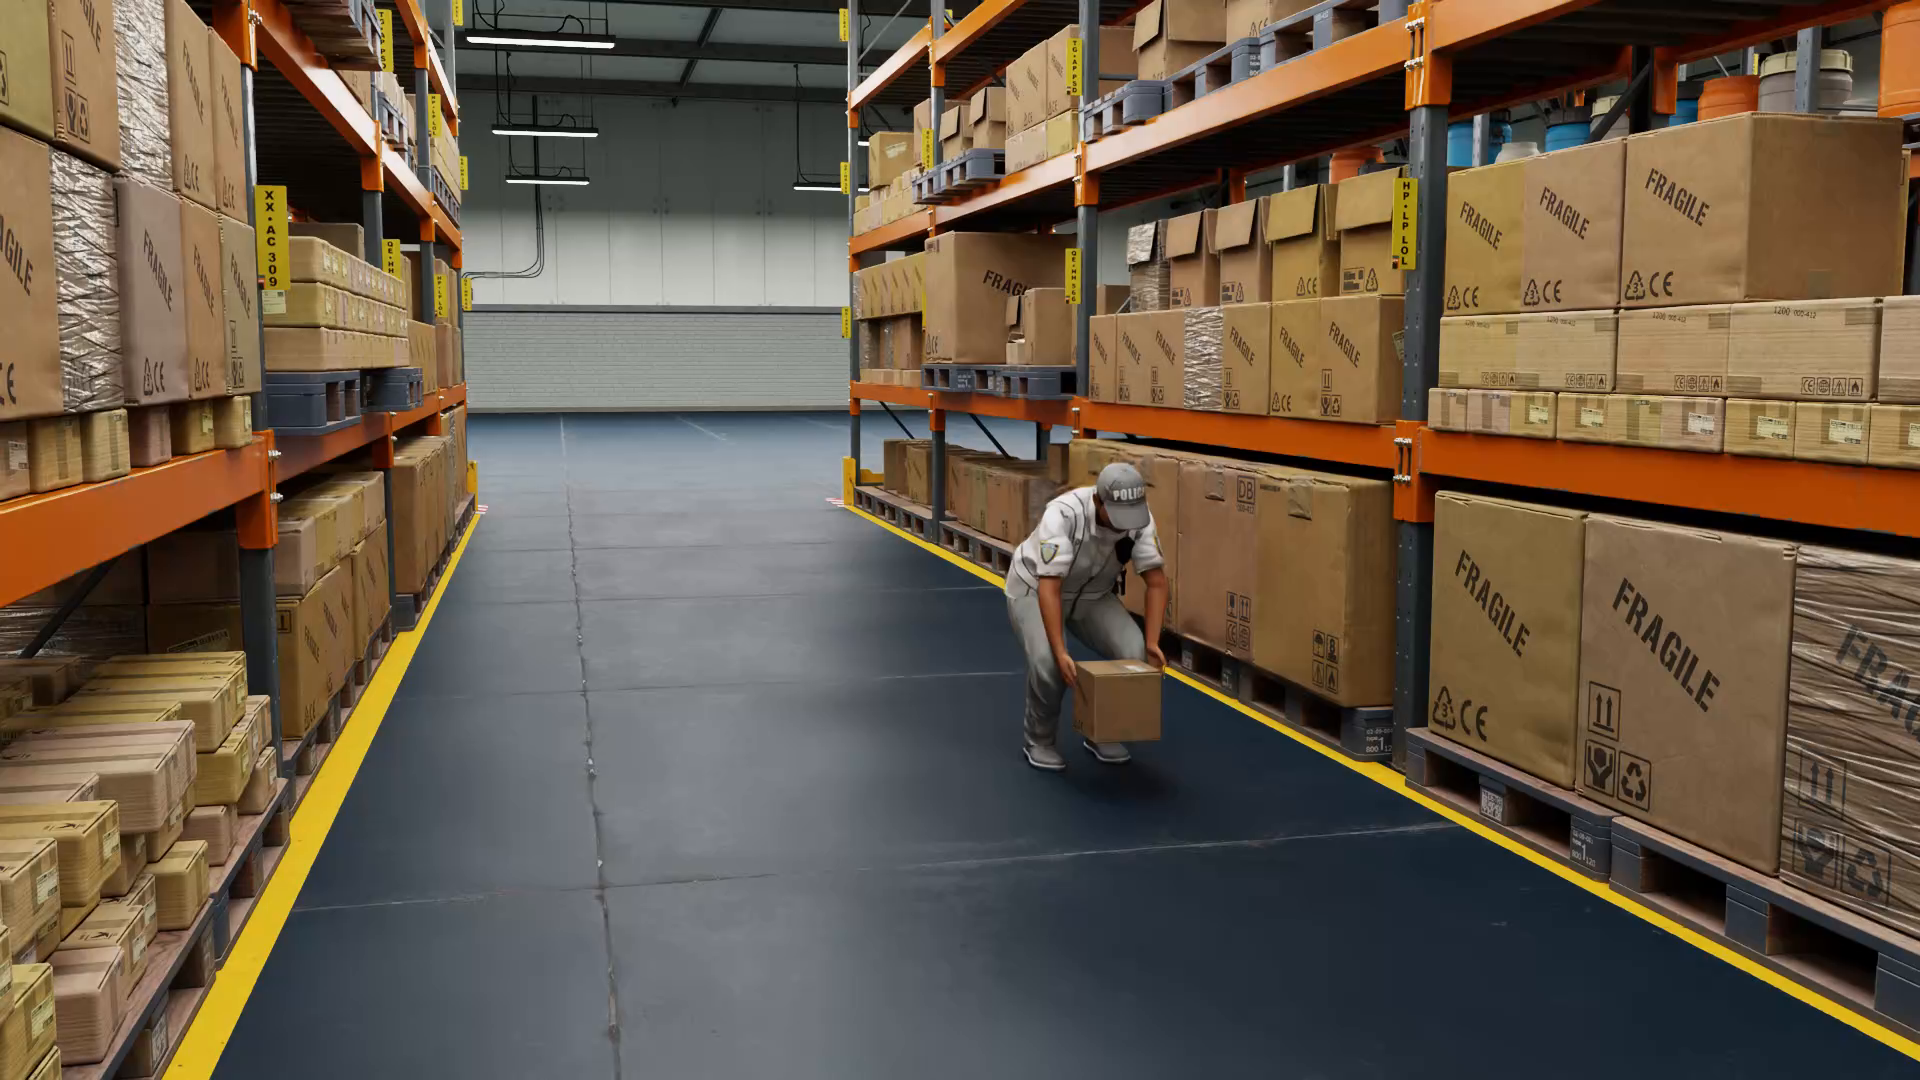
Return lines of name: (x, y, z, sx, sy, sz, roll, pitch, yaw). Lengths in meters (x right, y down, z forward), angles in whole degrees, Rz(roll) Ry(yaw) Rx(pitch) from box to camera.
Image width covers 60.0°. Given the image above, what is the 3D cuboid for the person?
person: (0.493, 0.278, 6.377, 0.536, 1.184, 0.811, -2, 6, -16)
